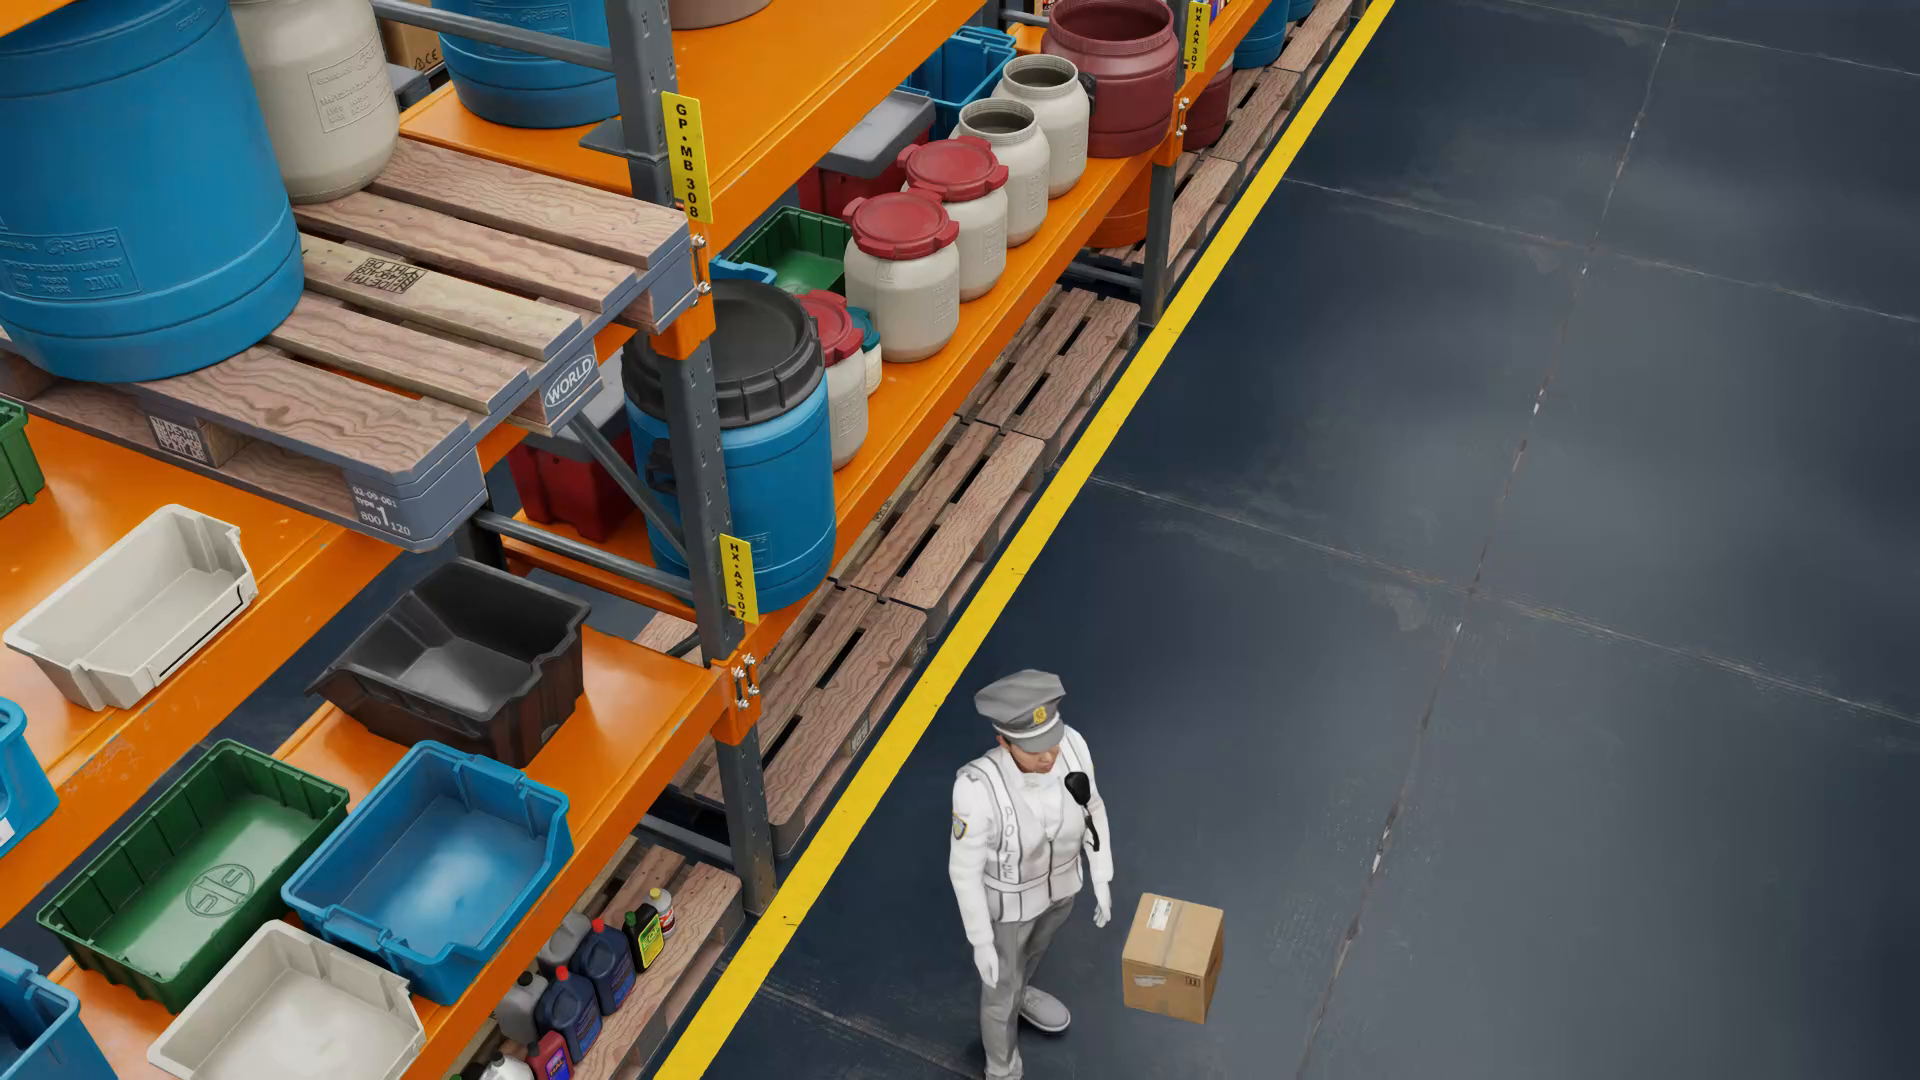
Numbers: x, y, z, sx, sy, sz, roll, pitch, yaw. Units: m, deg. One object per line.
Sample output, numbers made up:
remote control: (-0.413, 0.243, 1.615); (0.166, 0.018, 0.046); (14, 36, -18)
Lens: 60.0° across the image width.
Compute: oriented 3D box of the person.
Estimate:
person: (0.236, 1.078, 4.940); (0.537, 1.687, 0.532); (-25, 48, -25)
